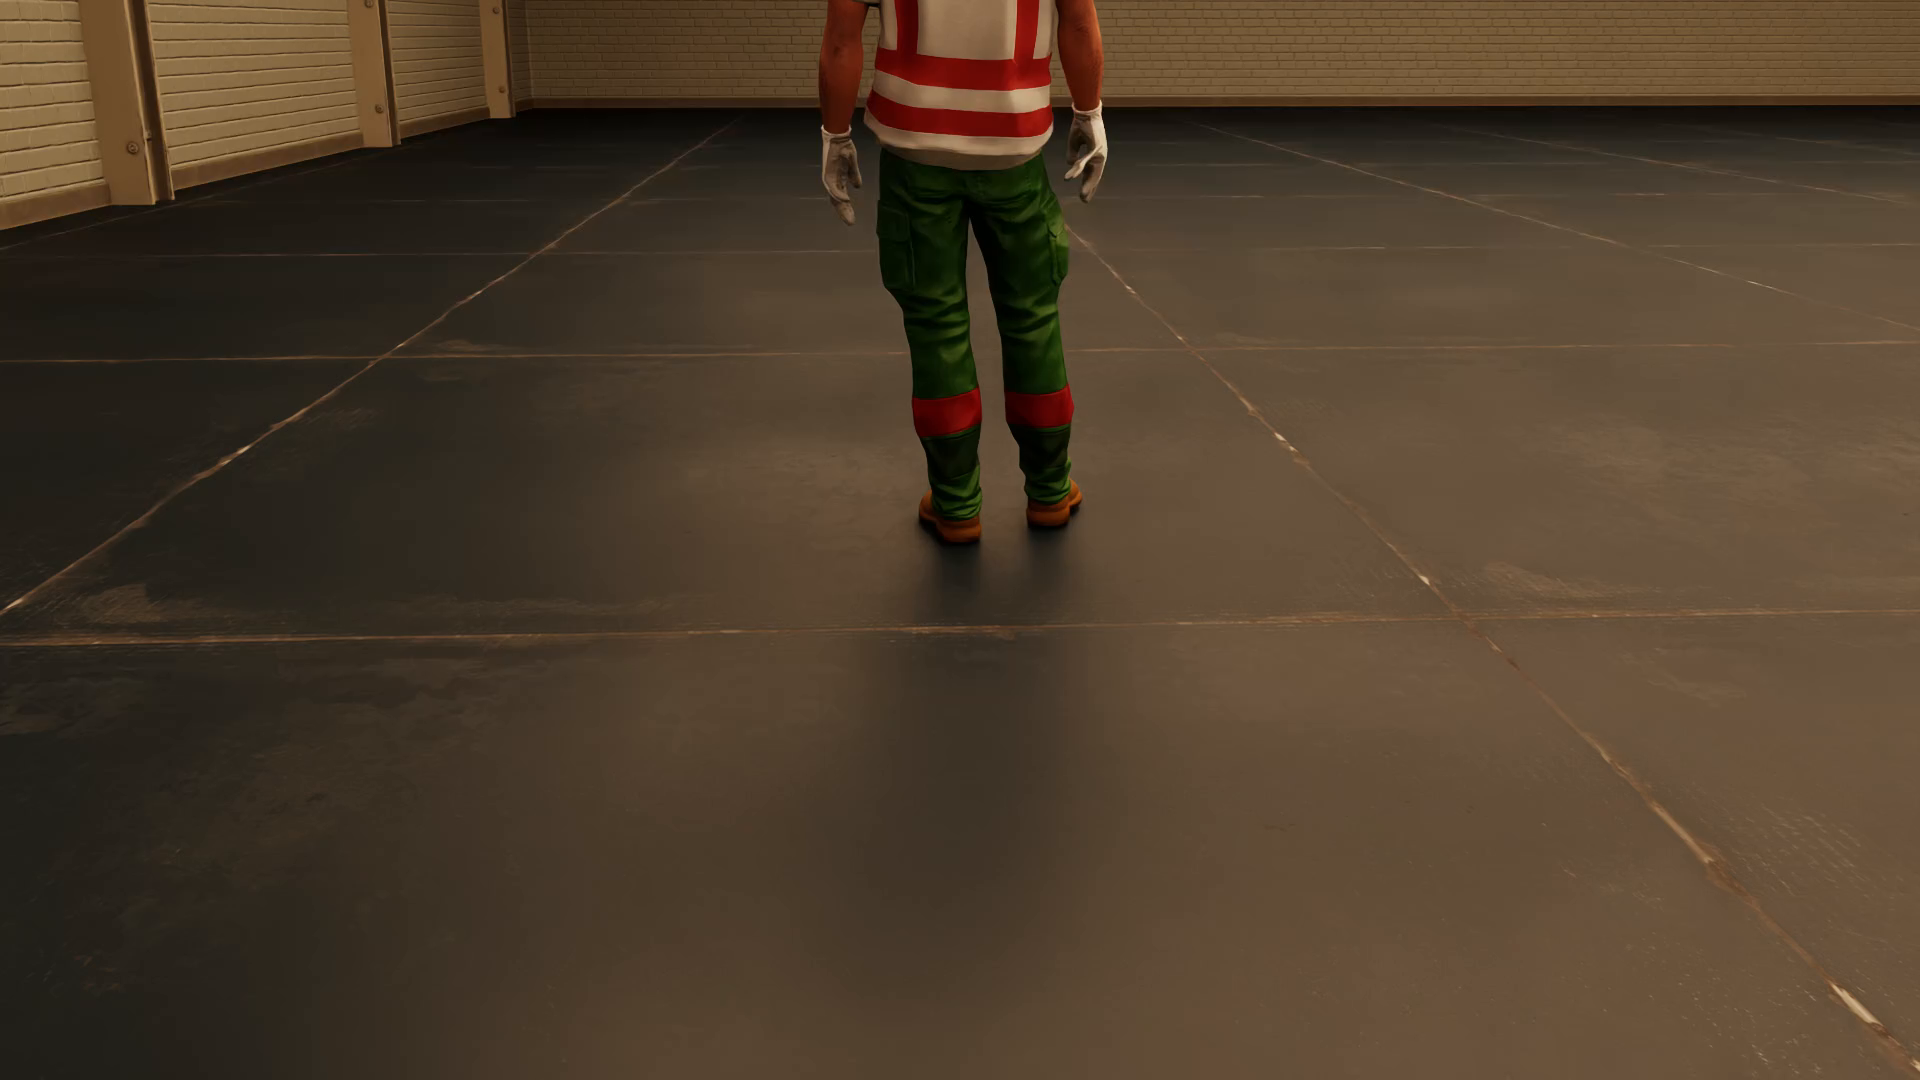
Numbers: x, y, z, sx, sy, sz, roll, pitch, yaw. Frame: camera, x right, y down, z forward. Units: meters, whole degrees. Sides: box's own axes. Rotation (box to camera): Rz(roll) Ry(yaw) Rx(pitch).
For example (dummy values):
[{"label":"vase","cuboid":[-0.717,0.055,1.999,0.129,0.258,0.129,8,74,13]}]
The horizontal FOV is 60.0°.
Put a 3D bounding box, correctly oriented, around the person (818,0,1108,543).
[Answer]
[{"label":"person","cuboid":[0.009,-0.886,3.731,0.637,1.787,0.564,-1,17,-3]}]
